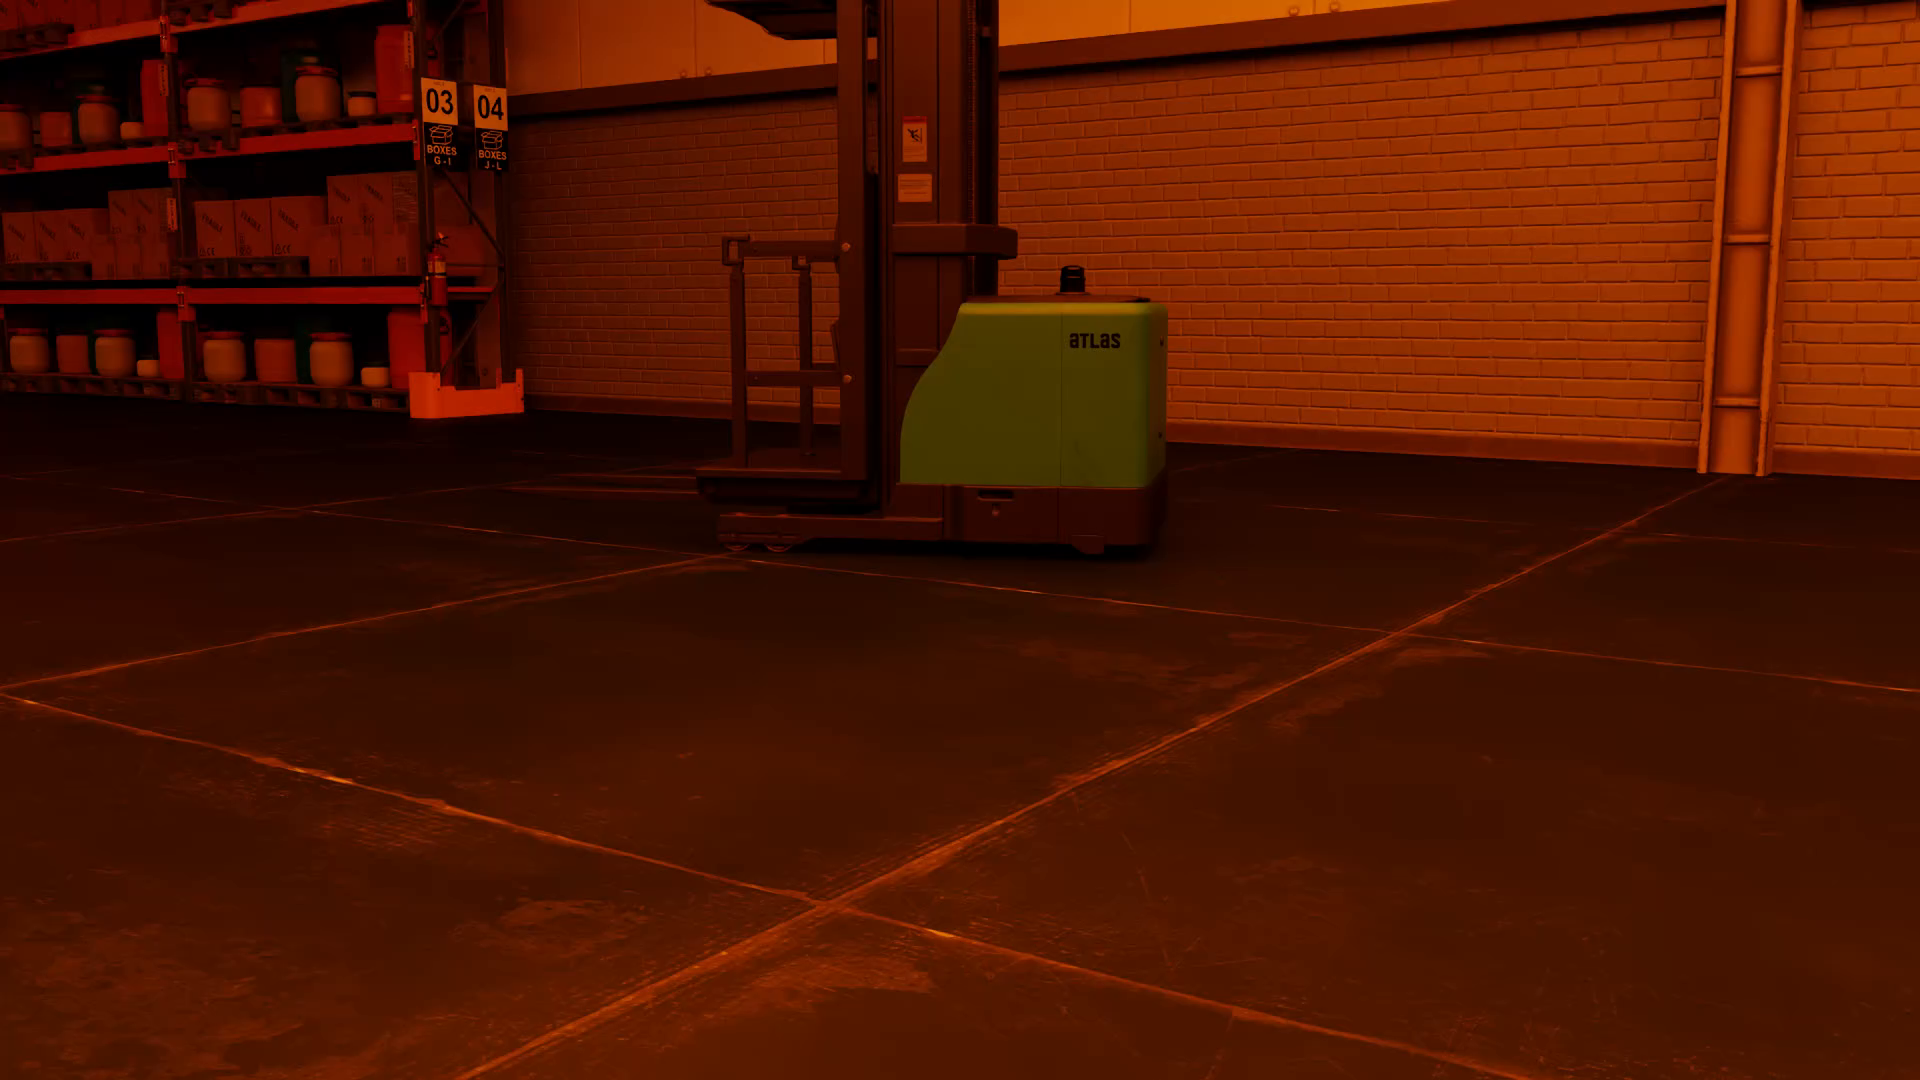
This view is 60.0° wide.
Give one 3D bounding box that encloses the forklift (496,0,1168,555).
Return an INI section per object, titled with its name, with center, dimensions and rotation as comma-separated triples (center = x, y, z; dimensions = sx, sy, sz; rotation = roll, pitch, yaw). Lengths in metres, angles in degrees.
[forklift]
center = -0.596, -1.469, 7.520
dimensions = 3.031, 2.935, 1.130
rotation = 2, 8, 12
